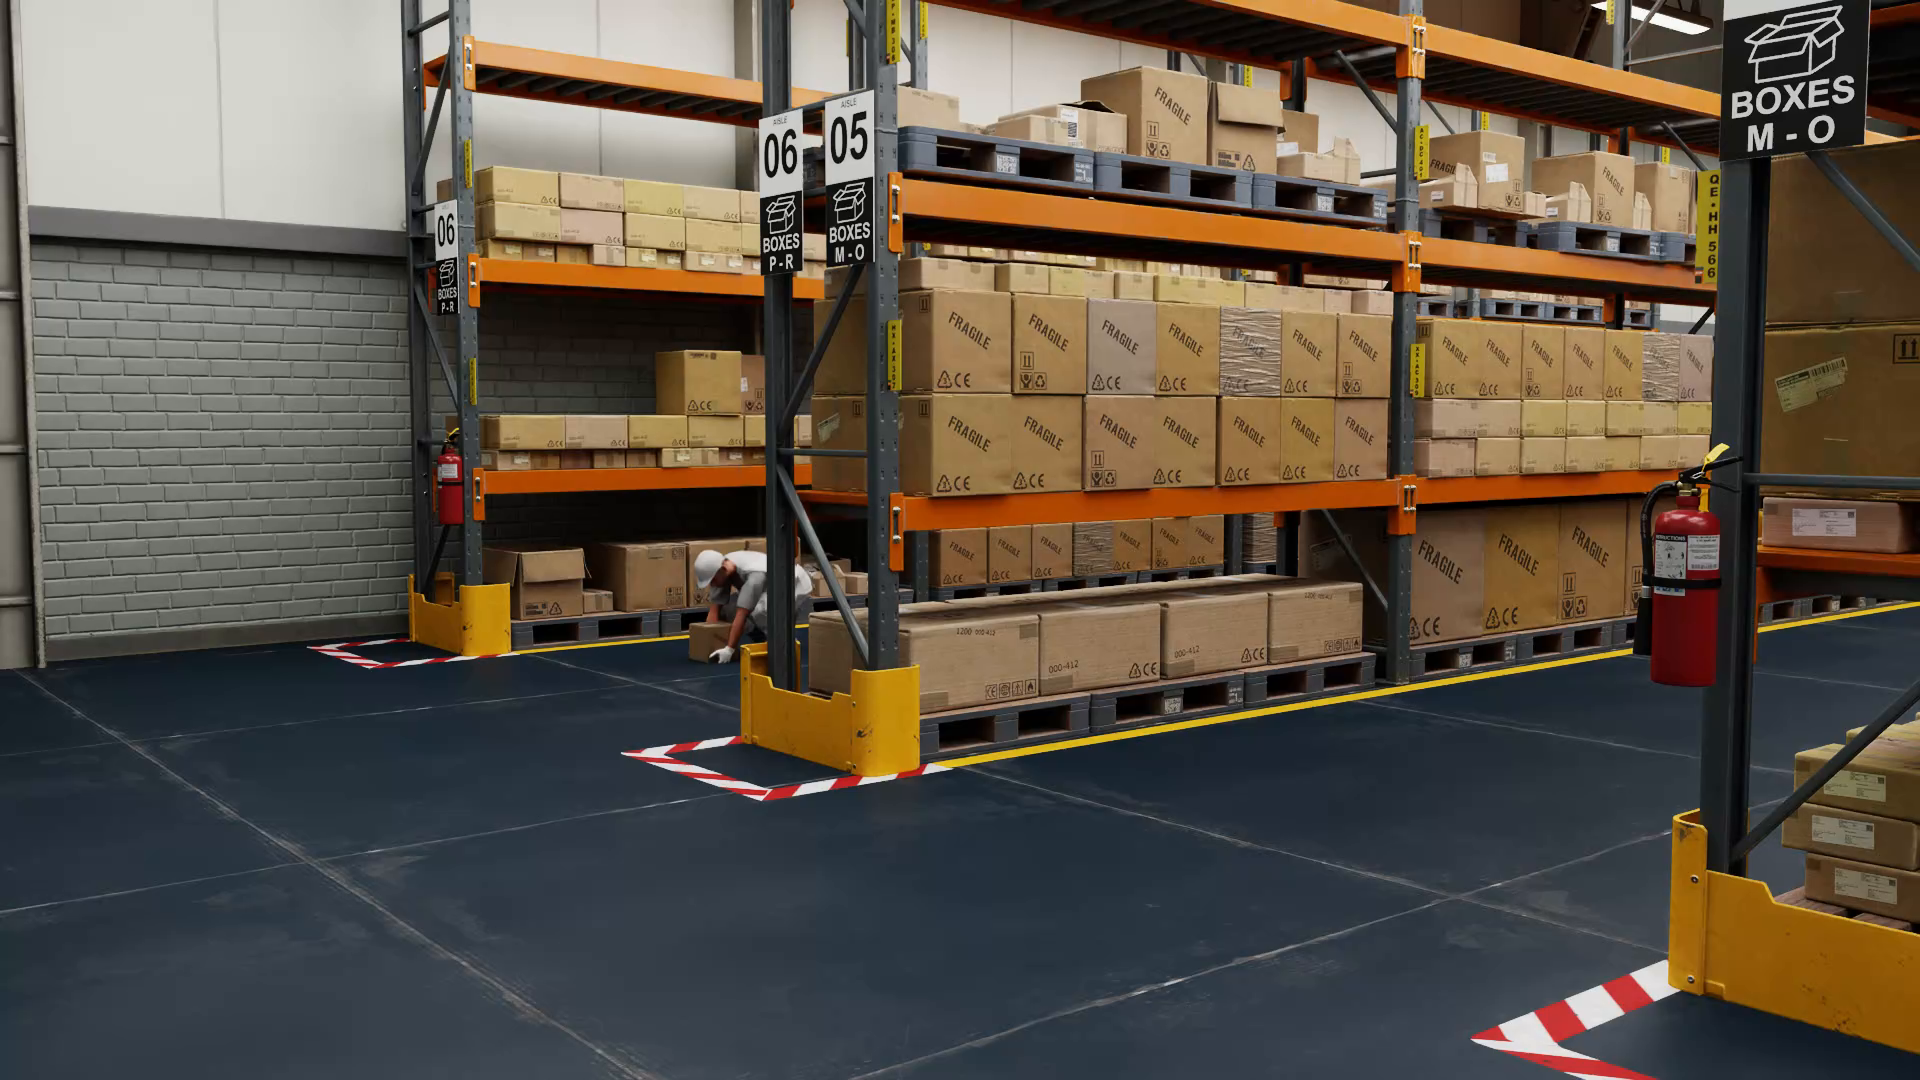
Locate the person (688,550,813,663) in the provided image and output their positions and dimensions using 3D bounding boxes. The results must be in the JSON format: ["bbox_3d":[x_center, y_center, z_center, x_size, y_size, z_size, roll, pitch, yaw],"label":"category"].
[{"bbox_3d":[-1.480,0.470,11.752,0.937,0.843,0.534,-4,5,-40],"label":"person"}]
